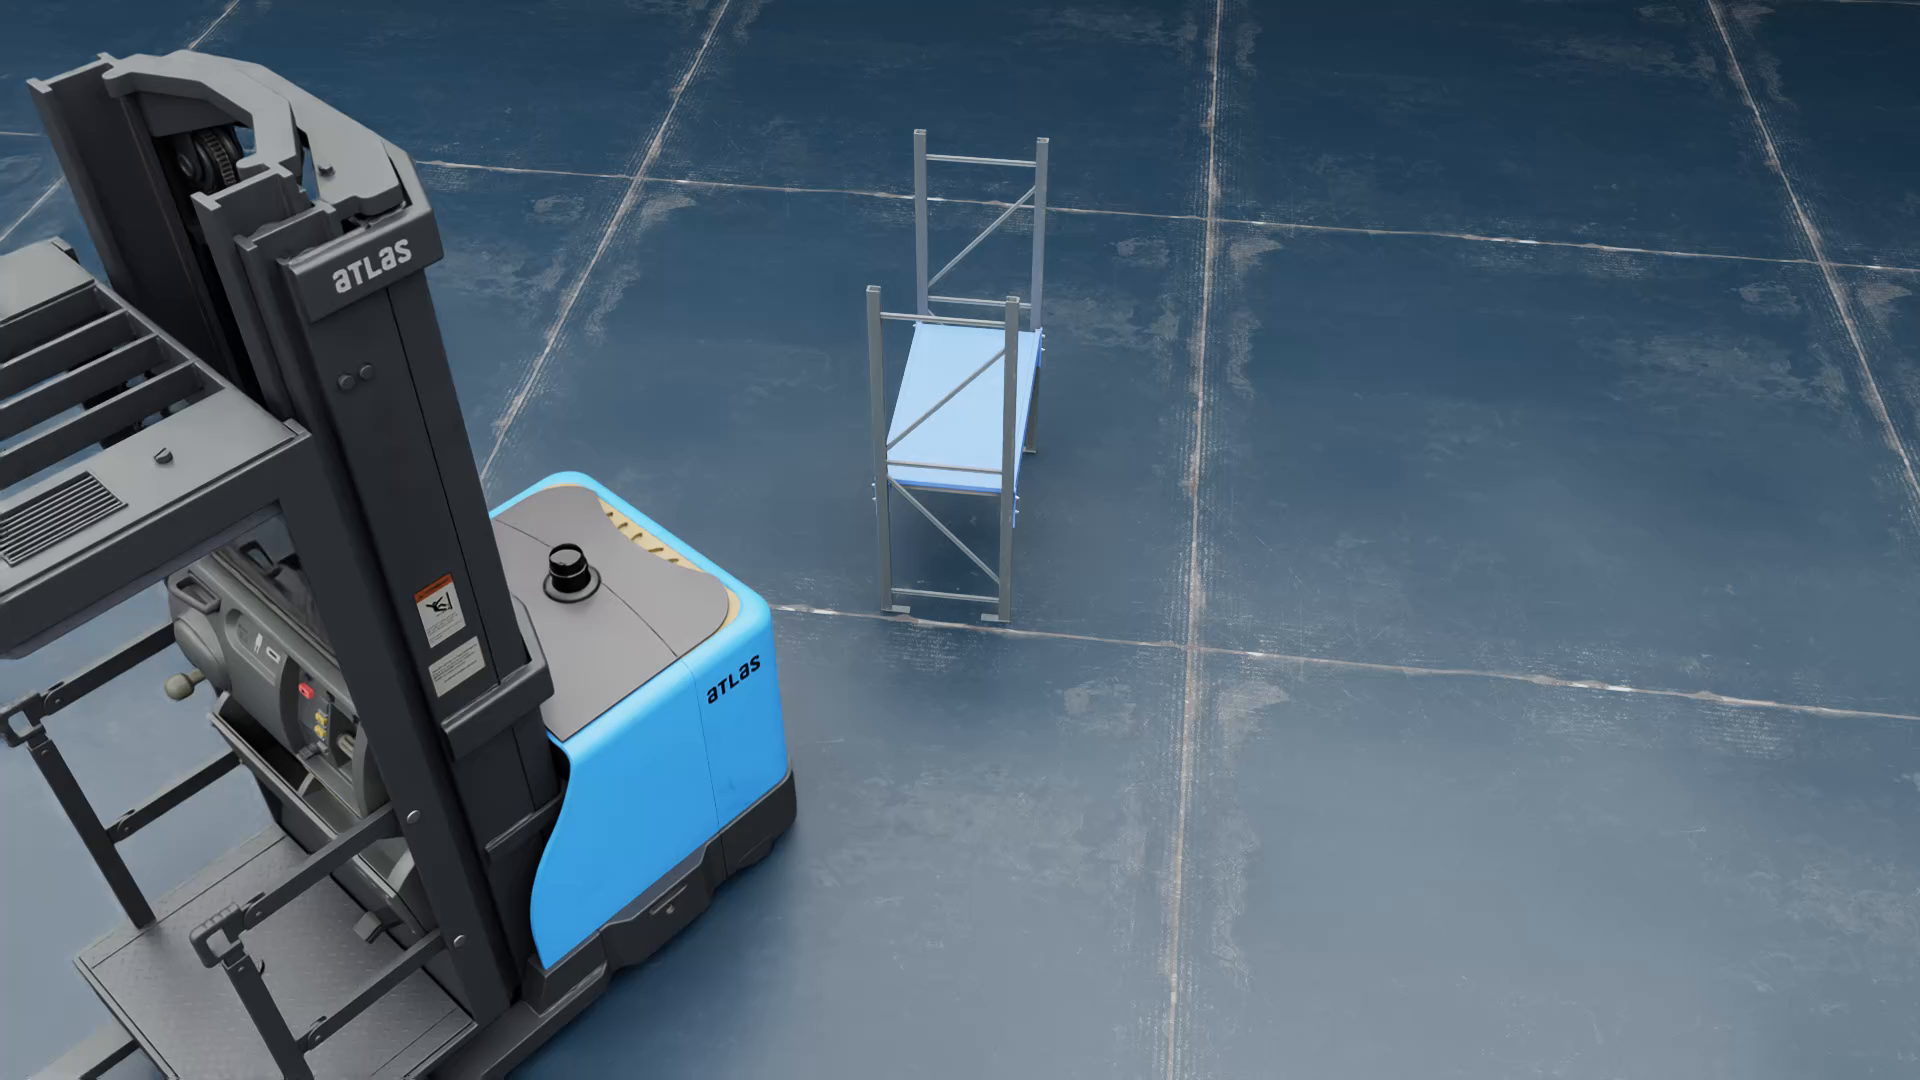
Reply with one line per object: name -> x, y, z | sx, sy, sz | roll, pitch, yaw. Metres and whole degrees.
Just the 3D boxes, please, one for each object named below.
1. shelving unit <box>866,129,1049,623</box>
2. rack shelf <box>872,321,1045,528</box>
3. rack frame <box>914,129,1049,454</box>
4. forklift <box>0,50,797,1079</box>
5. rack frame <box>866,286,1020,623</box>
shelving unit -> 0.011, -0.603, 6.296 | 0.538, 1.500, 1.048 | 5, 44, 6
rack shelf -> 0.011, -0.472, 6.419 | 0.538, 0.185, 1.000 | 5, 44, 6
rack frame -> 0.078, -0.949, 6.662 | 0.500, 1.500, 0.032 | 5, 44, 6
forklift -> -1.915, 0.438, 4.156 | 1.130, 2.935, 3.031 | 32, 52, 29
rack frame -> -0.056, -0.256, 5.930 | 0.500, 1.500, 0.032 | 5, 44, 6
